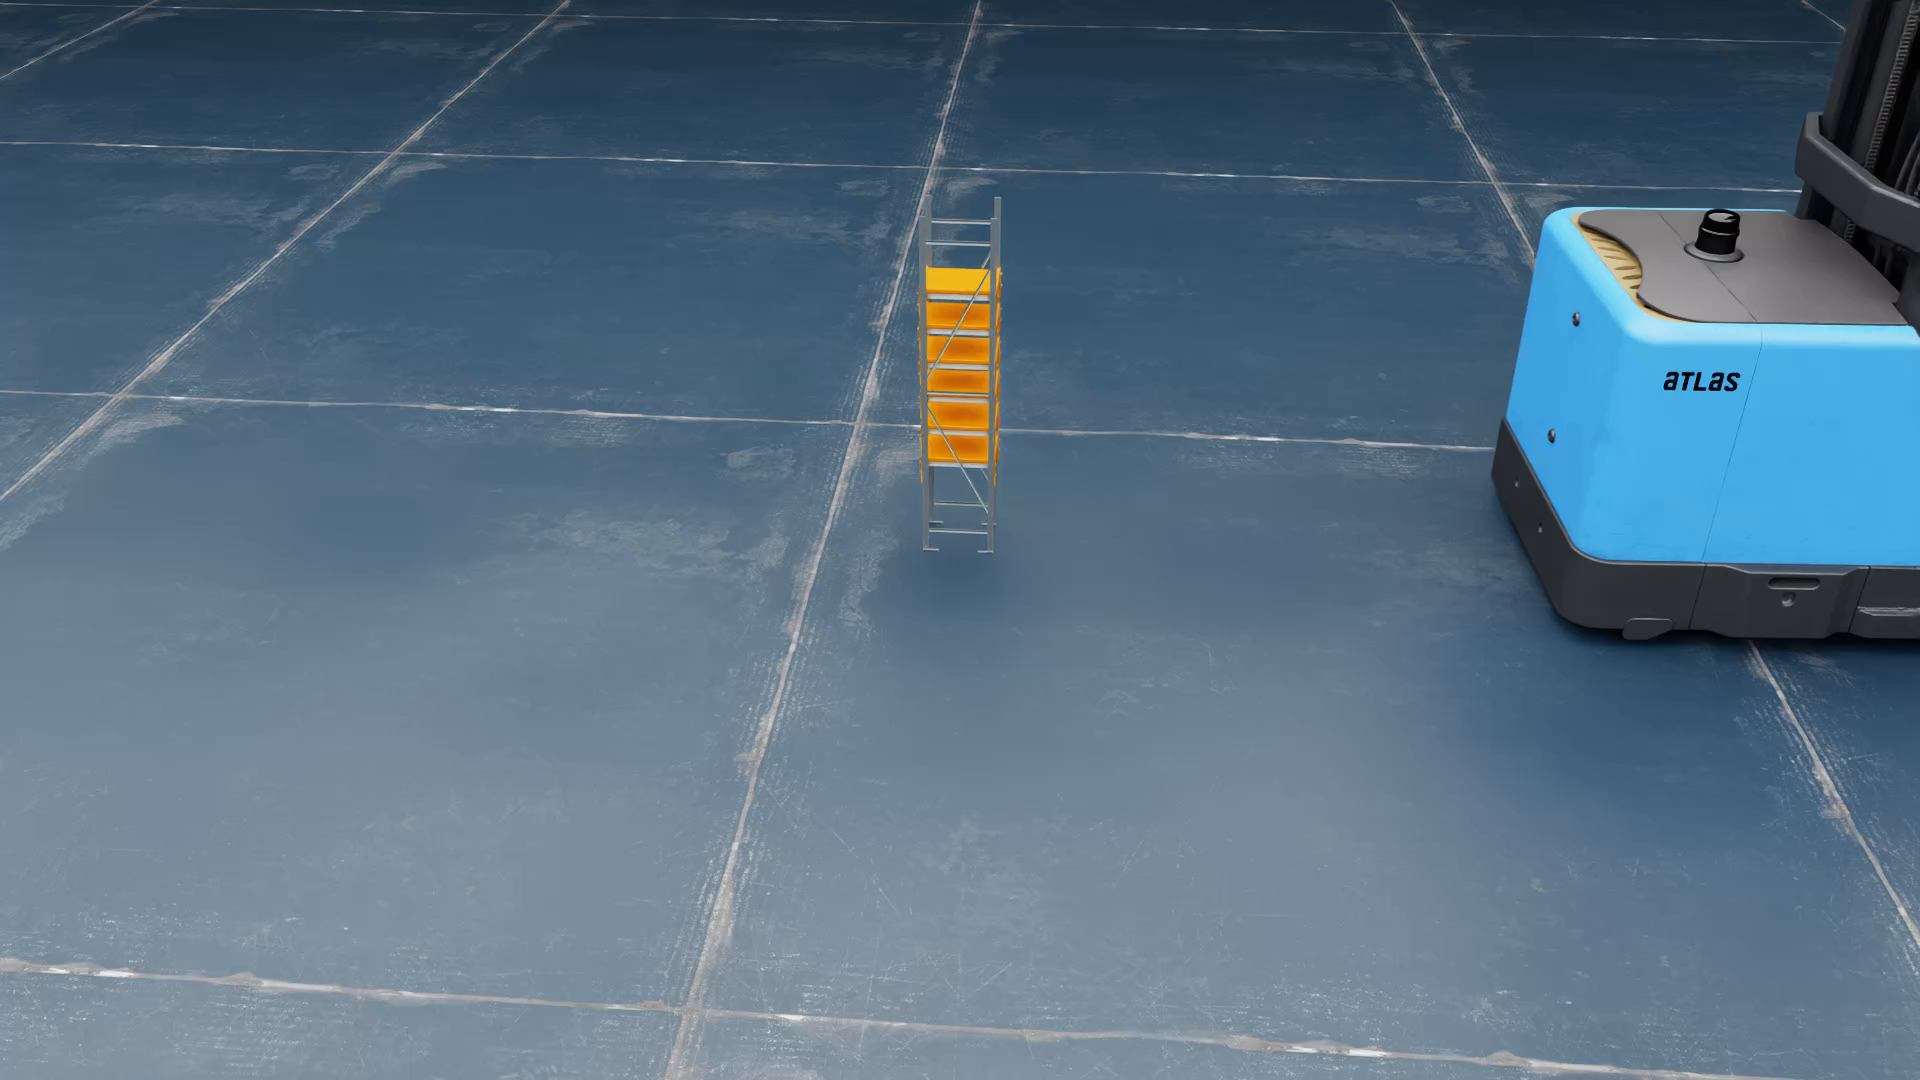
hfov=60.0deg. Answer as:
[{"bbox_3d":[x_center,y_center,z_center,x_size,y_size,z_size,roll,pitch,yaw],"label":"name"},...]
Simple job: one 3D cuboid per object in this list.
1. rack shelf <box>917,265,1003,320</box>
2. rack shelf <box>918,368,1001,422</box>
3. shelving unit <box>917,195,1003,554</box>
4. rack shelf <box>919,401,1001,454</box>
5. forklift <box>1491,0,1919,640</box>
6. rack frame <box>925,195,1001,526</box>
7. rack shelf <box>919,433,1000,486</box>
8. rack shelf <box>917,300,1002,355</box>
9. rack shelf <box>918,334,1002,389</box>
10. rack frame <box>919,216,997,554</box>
[{"bbox_3d":[0.001,-0.787,5.282,0.258,0.103,0.180,2,32,4],"label":"rack shelf"},{"bbox_3d":[0.001,-0.481,5.471,0.258,0.103,0.180,2,32,4],"label":"rack shelf"},{"bbox_3d":[0.001,-0.518,5.447,0.258,1.200,0.189,2,32,4],"label":"shelving unit"},{"bbox_3d":[0.001,-0.378,5.534,0.258,0.103,0.180,2,32,4],"label":"rack shelf"},{"bbox_3d":[3.410,-1.164,4.845,3.031,2.935,1.130,1,32,1],"label":"forklift"},{"bbox_3d":[0.009,-0.566,5.525,0.240,1.200,0.006,2,32,4],"label":"rack frame"},{"bbox_3d":[0.001,-0.276,5.597,0.258,0.103,0.180,2,32,4],"label":"rack shelf"},{"bbox_3d":[0.001,-0.685,5.345,0.258,0.103,0.180,2,32,4],"label":"rack shelf"},{"bbox_3d":[0.001,-0.583,5.408,0.258,0.103,0.180,2,32,4],"label":"rack shelf"},{"bbox_3d":[-0.006,-0.471,5.370,0.240,1.200,0.006,2,32,4],"label":"rack frame"}]
